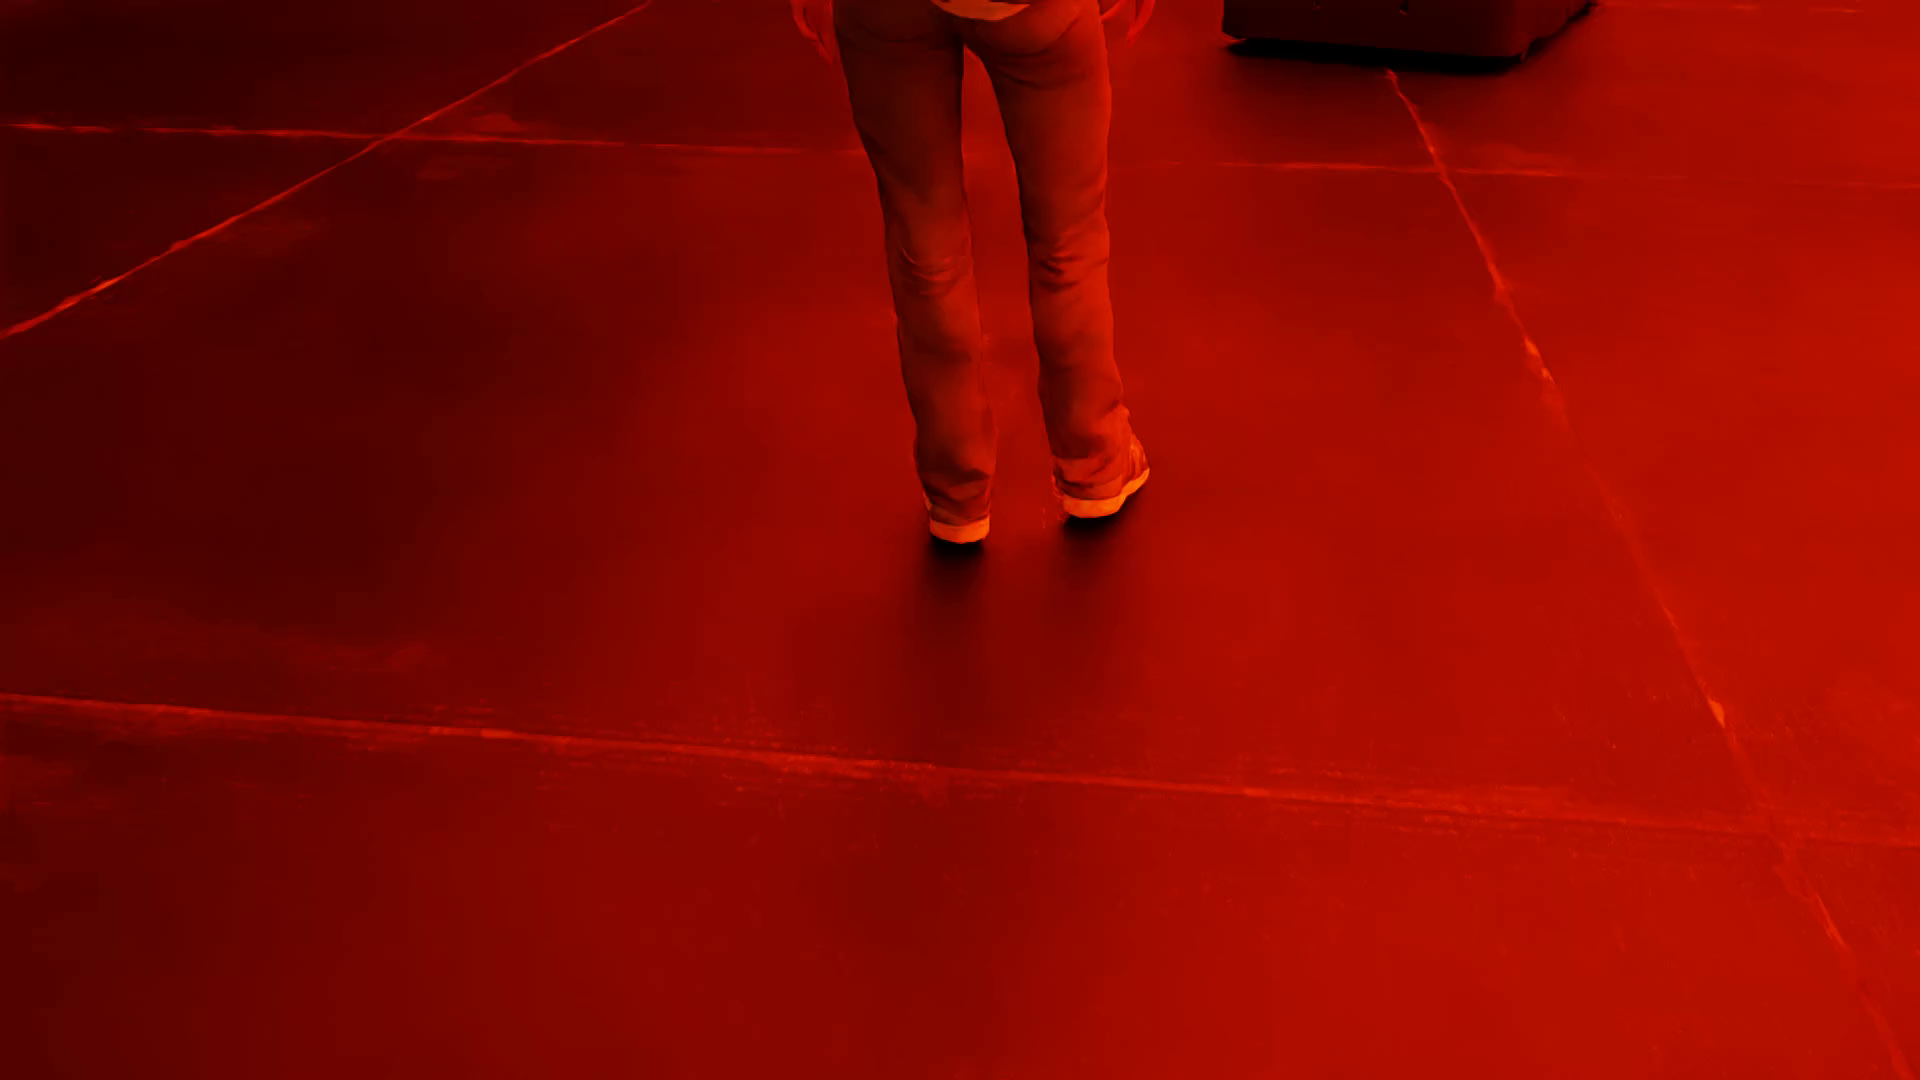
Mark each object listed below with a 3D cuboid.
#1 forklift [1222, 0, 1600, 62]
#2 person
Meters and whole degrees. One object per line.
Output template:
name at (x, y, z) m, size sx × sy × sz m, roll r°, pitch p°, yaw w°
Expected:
forklift at (2.082, -3.564, 6.361) m, size 1.130 × 2.935 × 3.031 m, roll 13°, pitch 29°, yaw 24°
person at (0.024, -0.753, 2.205) m, size 0.521 × 1.597 × 0.474 m, roll 3°, pitch 27°, yaw 7°
